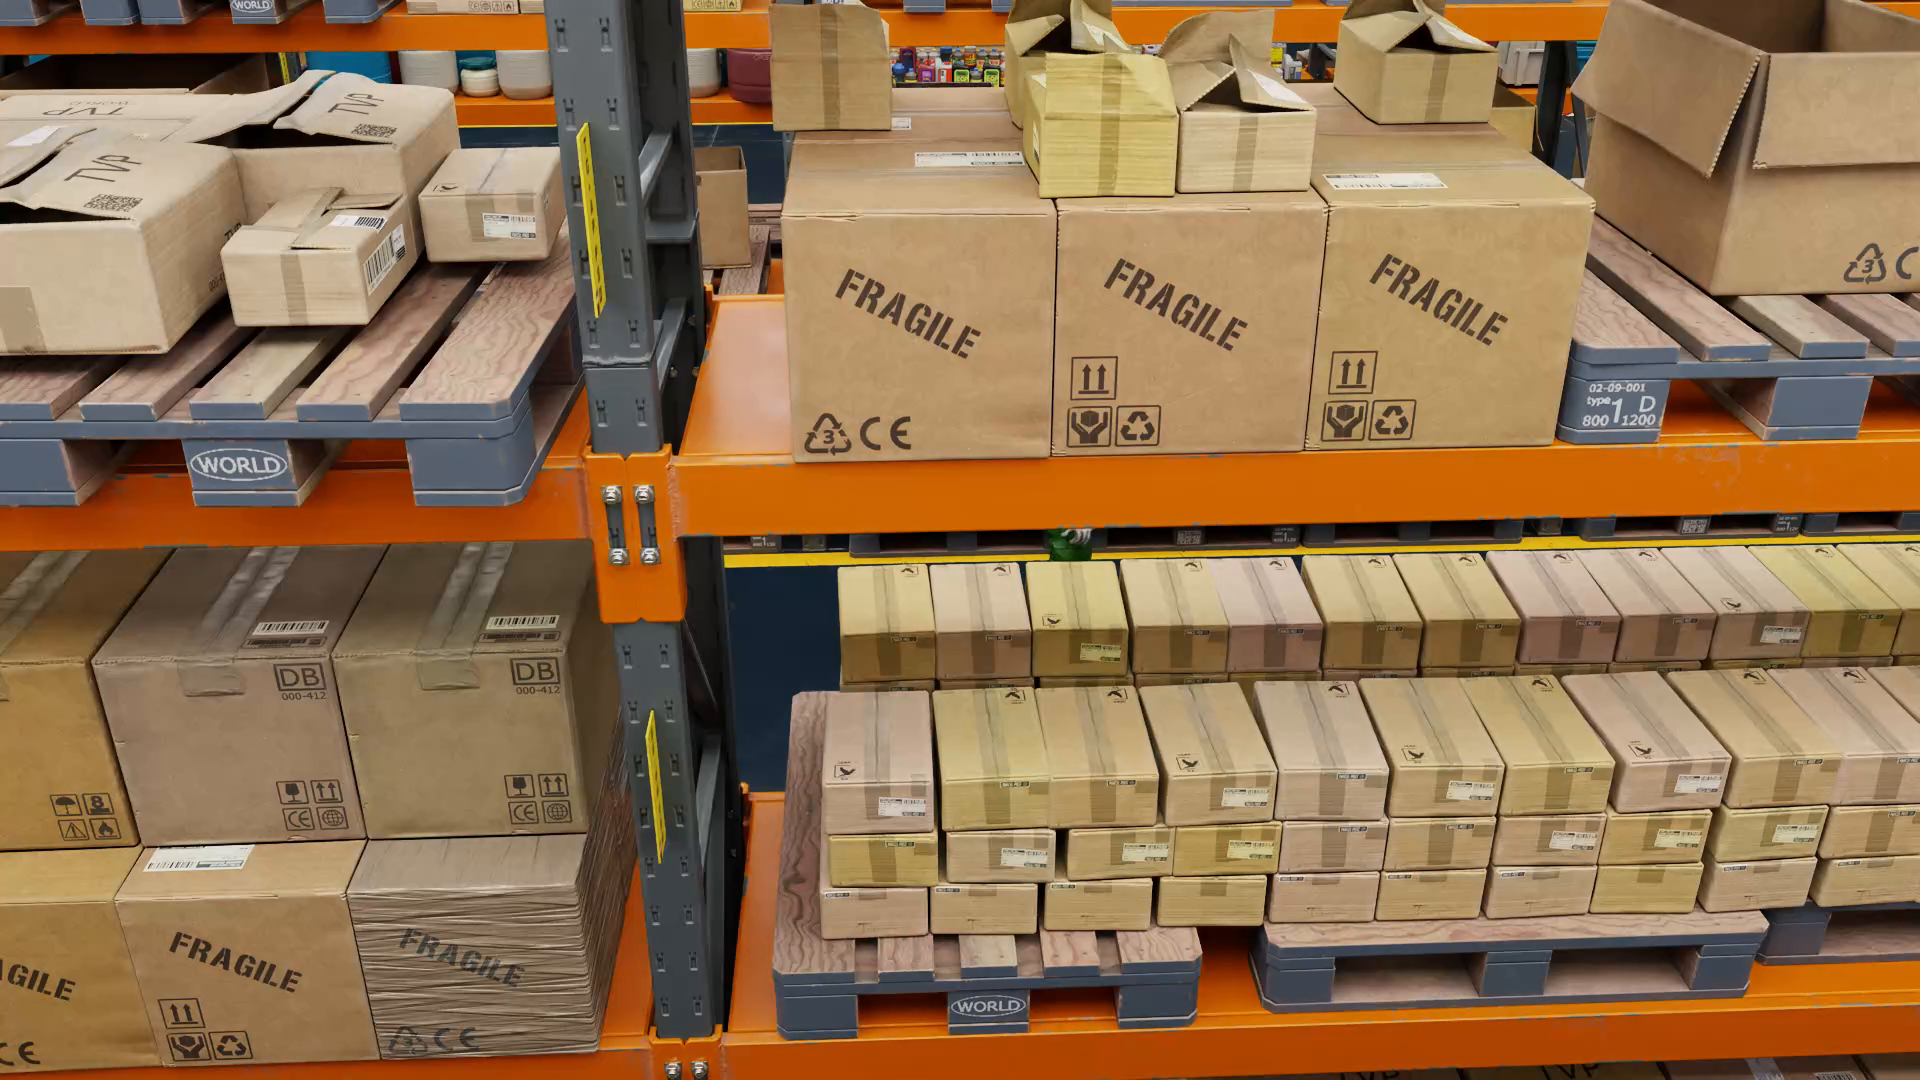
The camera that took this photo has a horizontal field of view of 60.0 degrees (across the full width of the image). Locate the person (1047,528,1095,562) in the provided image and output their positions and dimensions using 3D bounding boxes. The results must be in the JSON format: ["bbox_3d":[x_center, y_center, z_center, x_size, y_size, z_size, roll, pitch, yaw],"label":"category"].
[{"bbox_3d":[0.504,-0.219,7.527,0.452,1.778,0.607,-1,27,-2],"label":"person"}]
